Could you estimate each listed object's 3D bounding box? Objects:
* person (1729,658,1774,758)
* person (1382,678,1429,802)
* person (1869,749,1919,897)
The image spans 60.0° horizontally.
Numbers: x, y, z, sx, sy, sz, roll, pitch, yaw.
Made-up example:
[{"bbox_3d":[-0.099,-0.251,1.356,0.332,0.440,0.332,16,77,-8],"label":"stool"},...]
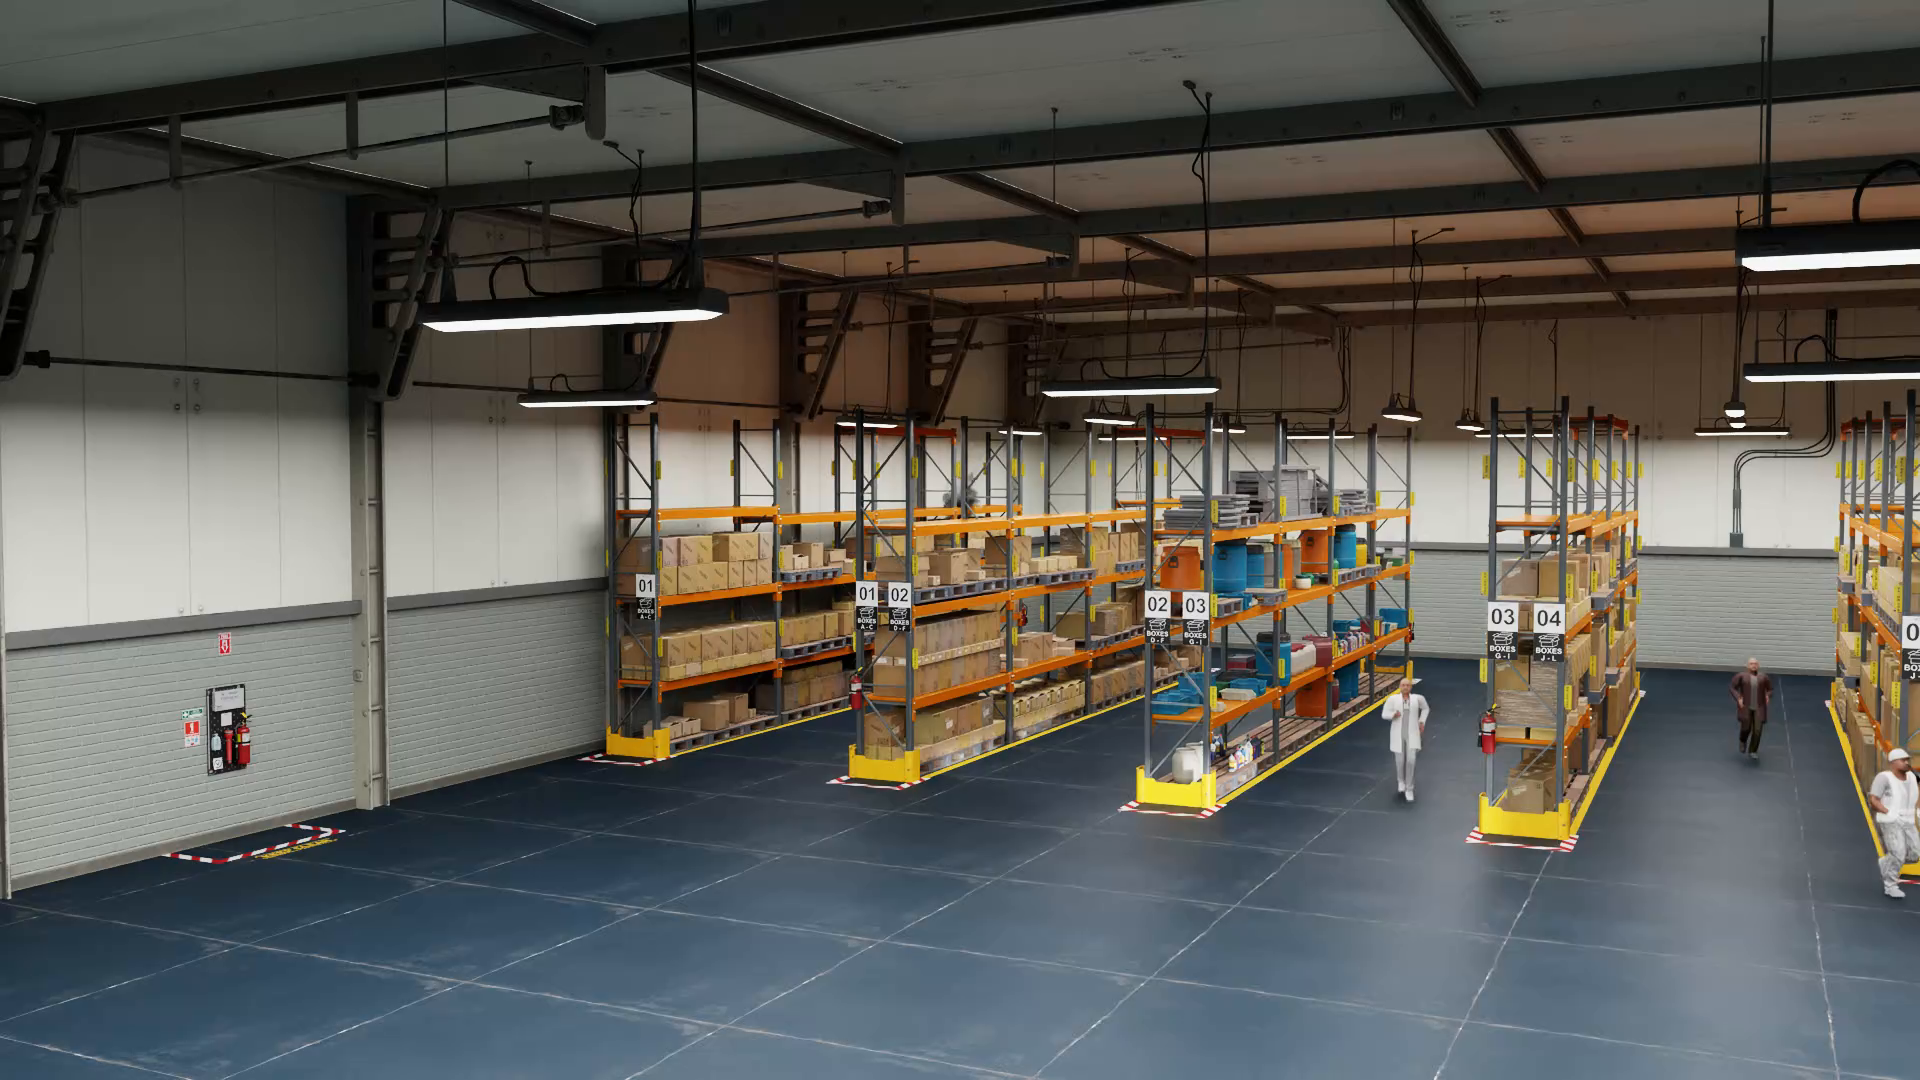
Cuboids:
[{"bbox_3d":[13.765,2.917,28.890,0.708,1.726,0.660,1,3,17],"label":"person"},{"bbox_3d":[6.805,3.020,25.430,0.690,1.819,0.910,1,3,17],"label":"person"},{"bbox_3d":[11.014,3.308,19.553,0.728,1.733,0.628,-1,2,-16],"label":"person"}]
